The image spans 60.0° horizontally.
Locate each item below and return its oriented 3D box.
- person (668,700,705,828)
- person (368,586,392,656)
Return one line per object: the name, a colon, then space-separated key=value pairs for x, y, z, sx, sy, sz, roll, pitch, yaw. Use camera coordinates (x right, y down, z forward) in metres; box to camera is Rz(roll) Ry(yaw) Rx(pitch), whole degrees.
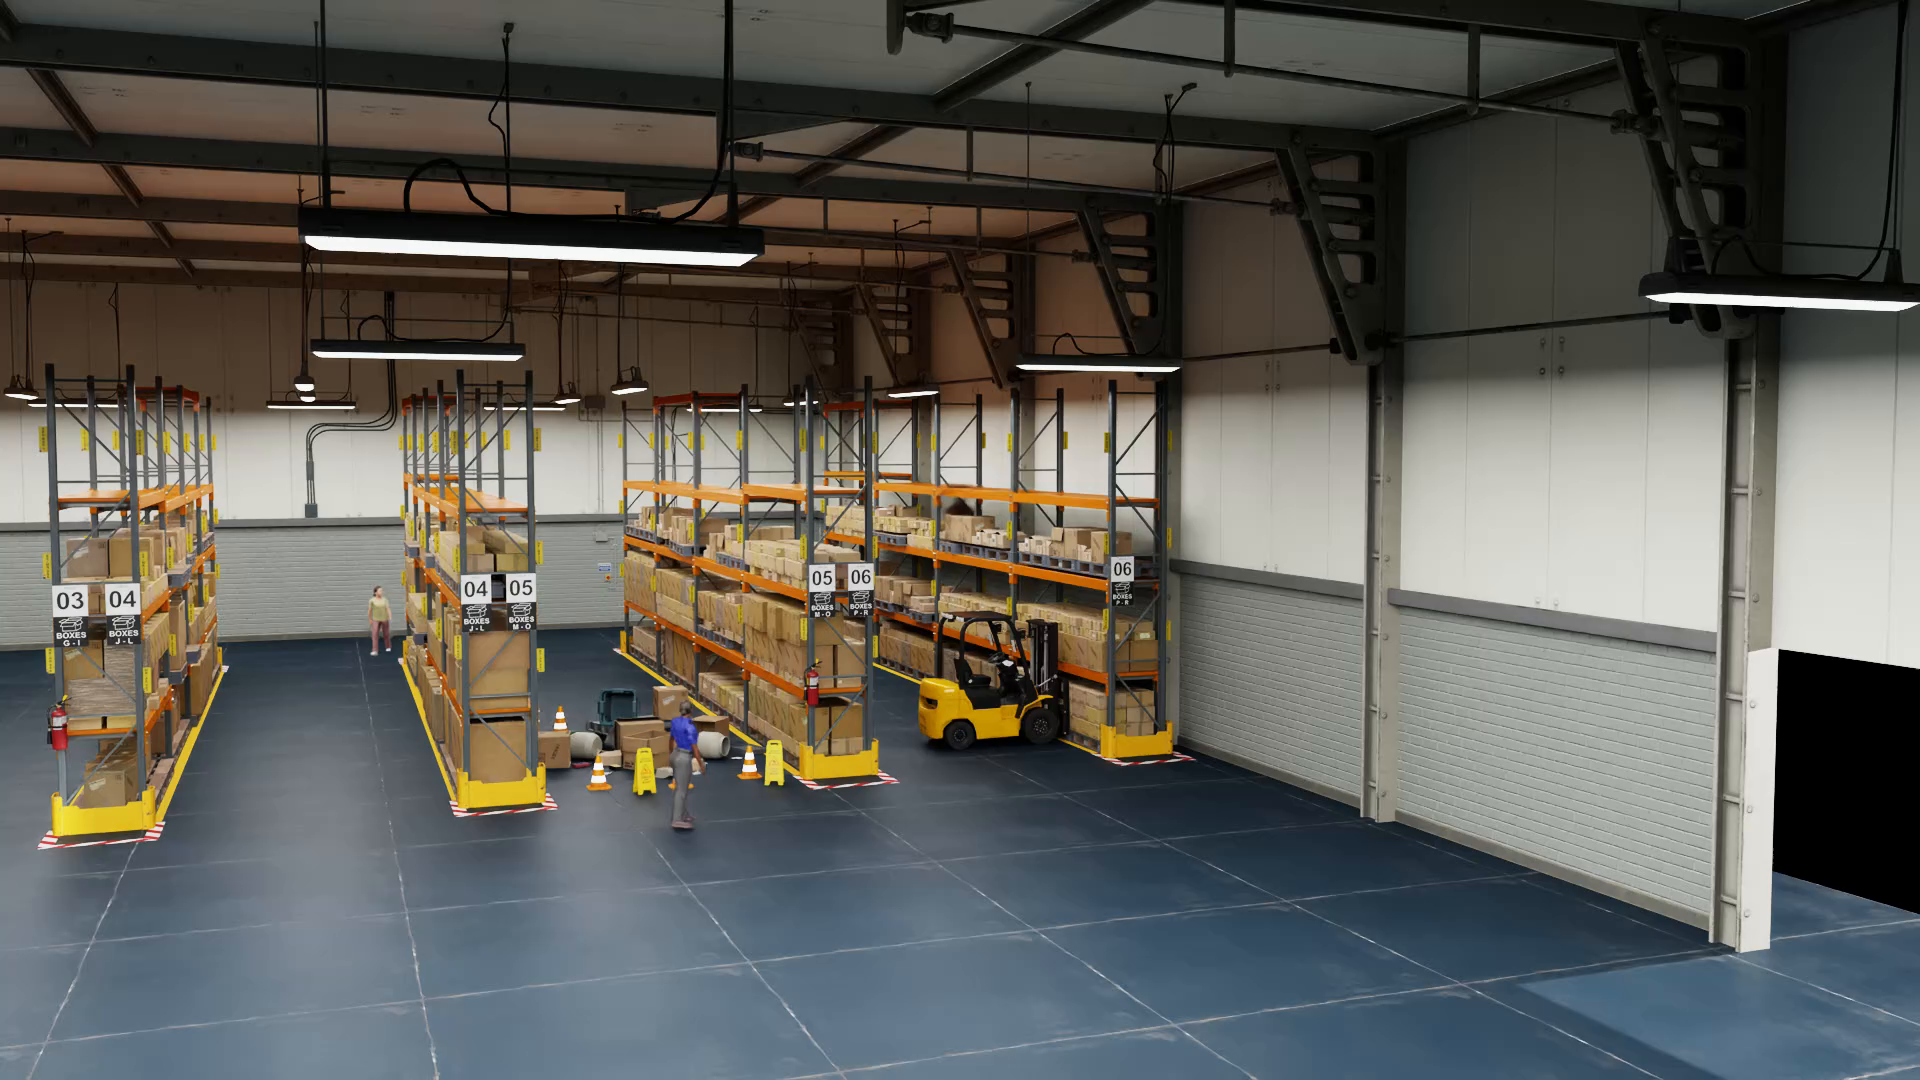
person: x=-3.605 y=2.953 z=21.759 sx=0.520 sy=1.619 sz=0.621 roll=-2 pitch=4 yaw=-32
person: x=-13.645 y=1.894 z=39.174 sx=0.573 sy=1.621 sz=1.016 roll=0 pitch=3 yaw=-6
